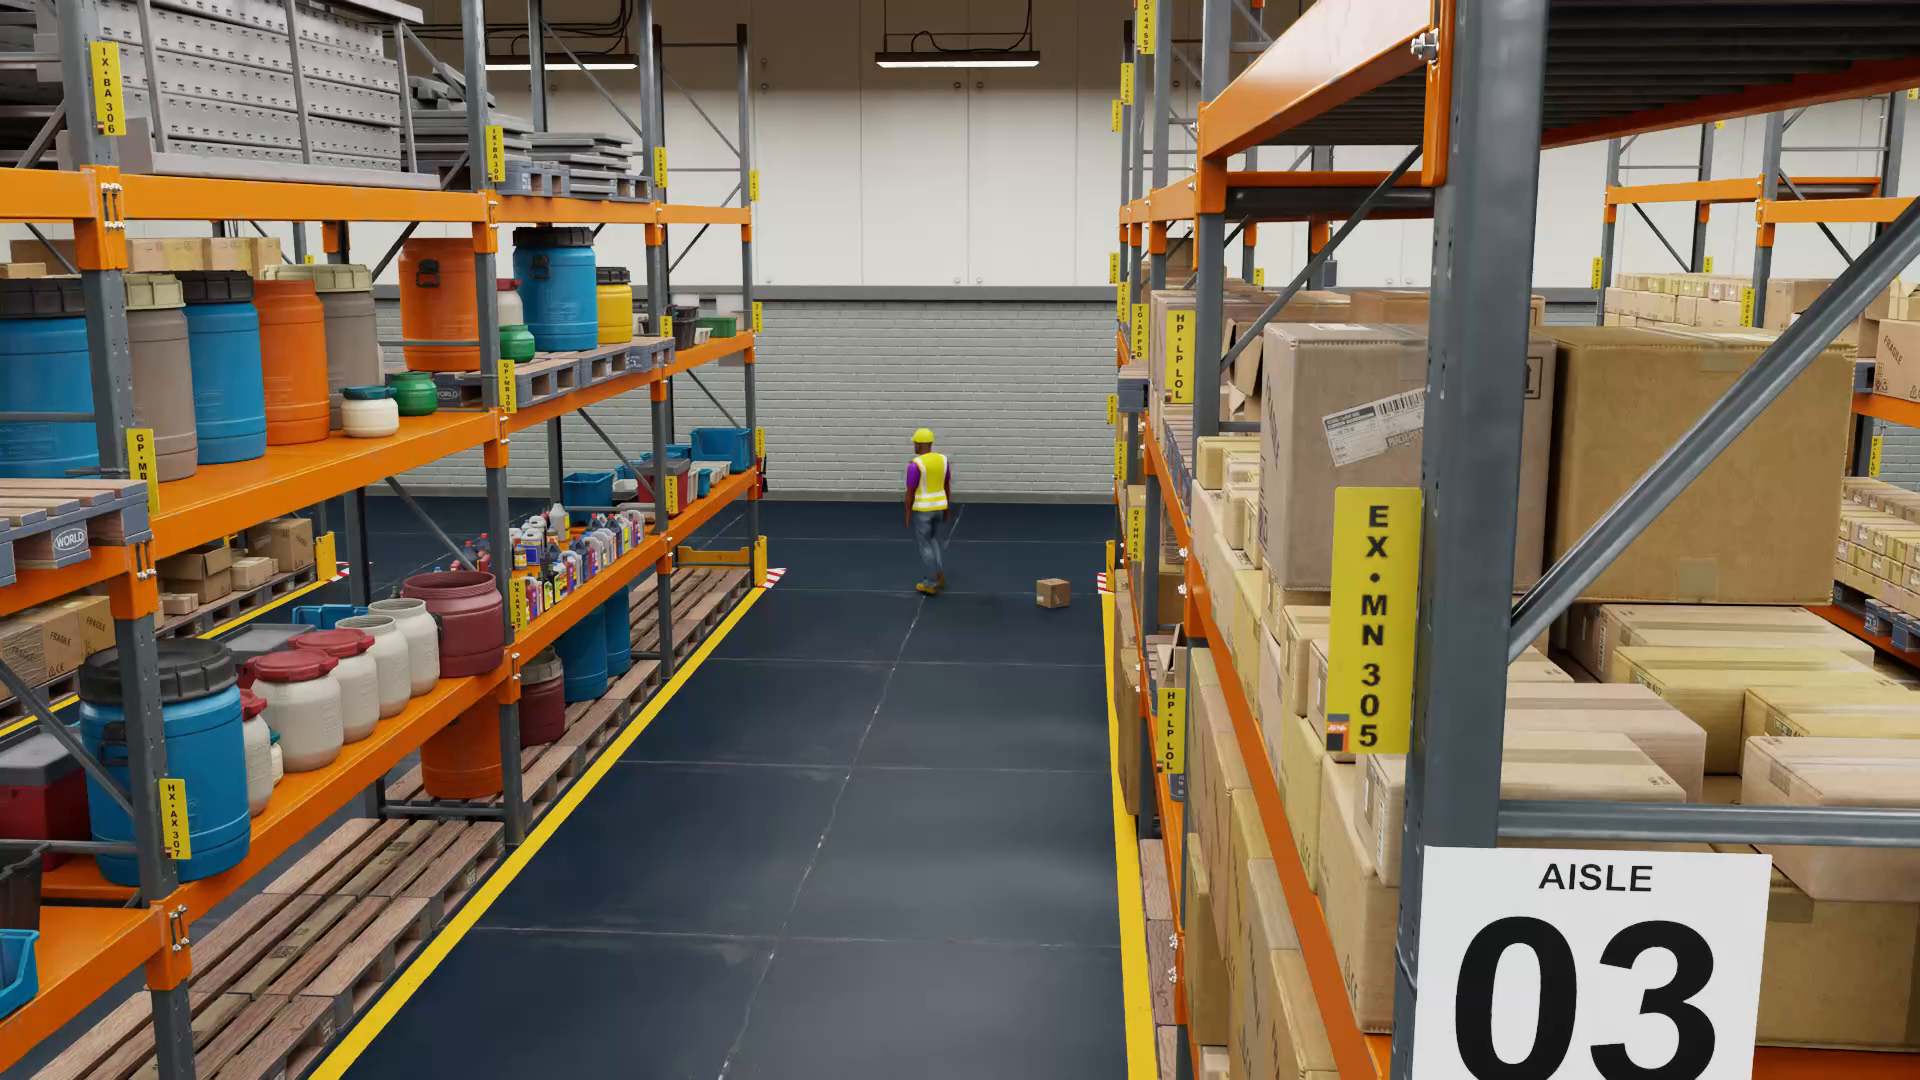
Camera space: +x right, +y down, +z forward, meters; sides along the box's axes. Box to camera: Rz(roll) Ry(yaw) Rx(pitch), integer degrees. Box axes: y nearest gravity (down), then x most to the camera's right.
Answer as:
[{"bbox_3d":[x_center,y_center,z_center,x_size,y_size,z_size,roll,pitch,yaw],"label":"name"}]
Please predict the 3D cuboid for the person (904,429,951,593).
[{"bbox_3d":[-0.366,-0.315,17.954,0.614,1.783,0.448,-10,15,-44],"label":"person"}]
